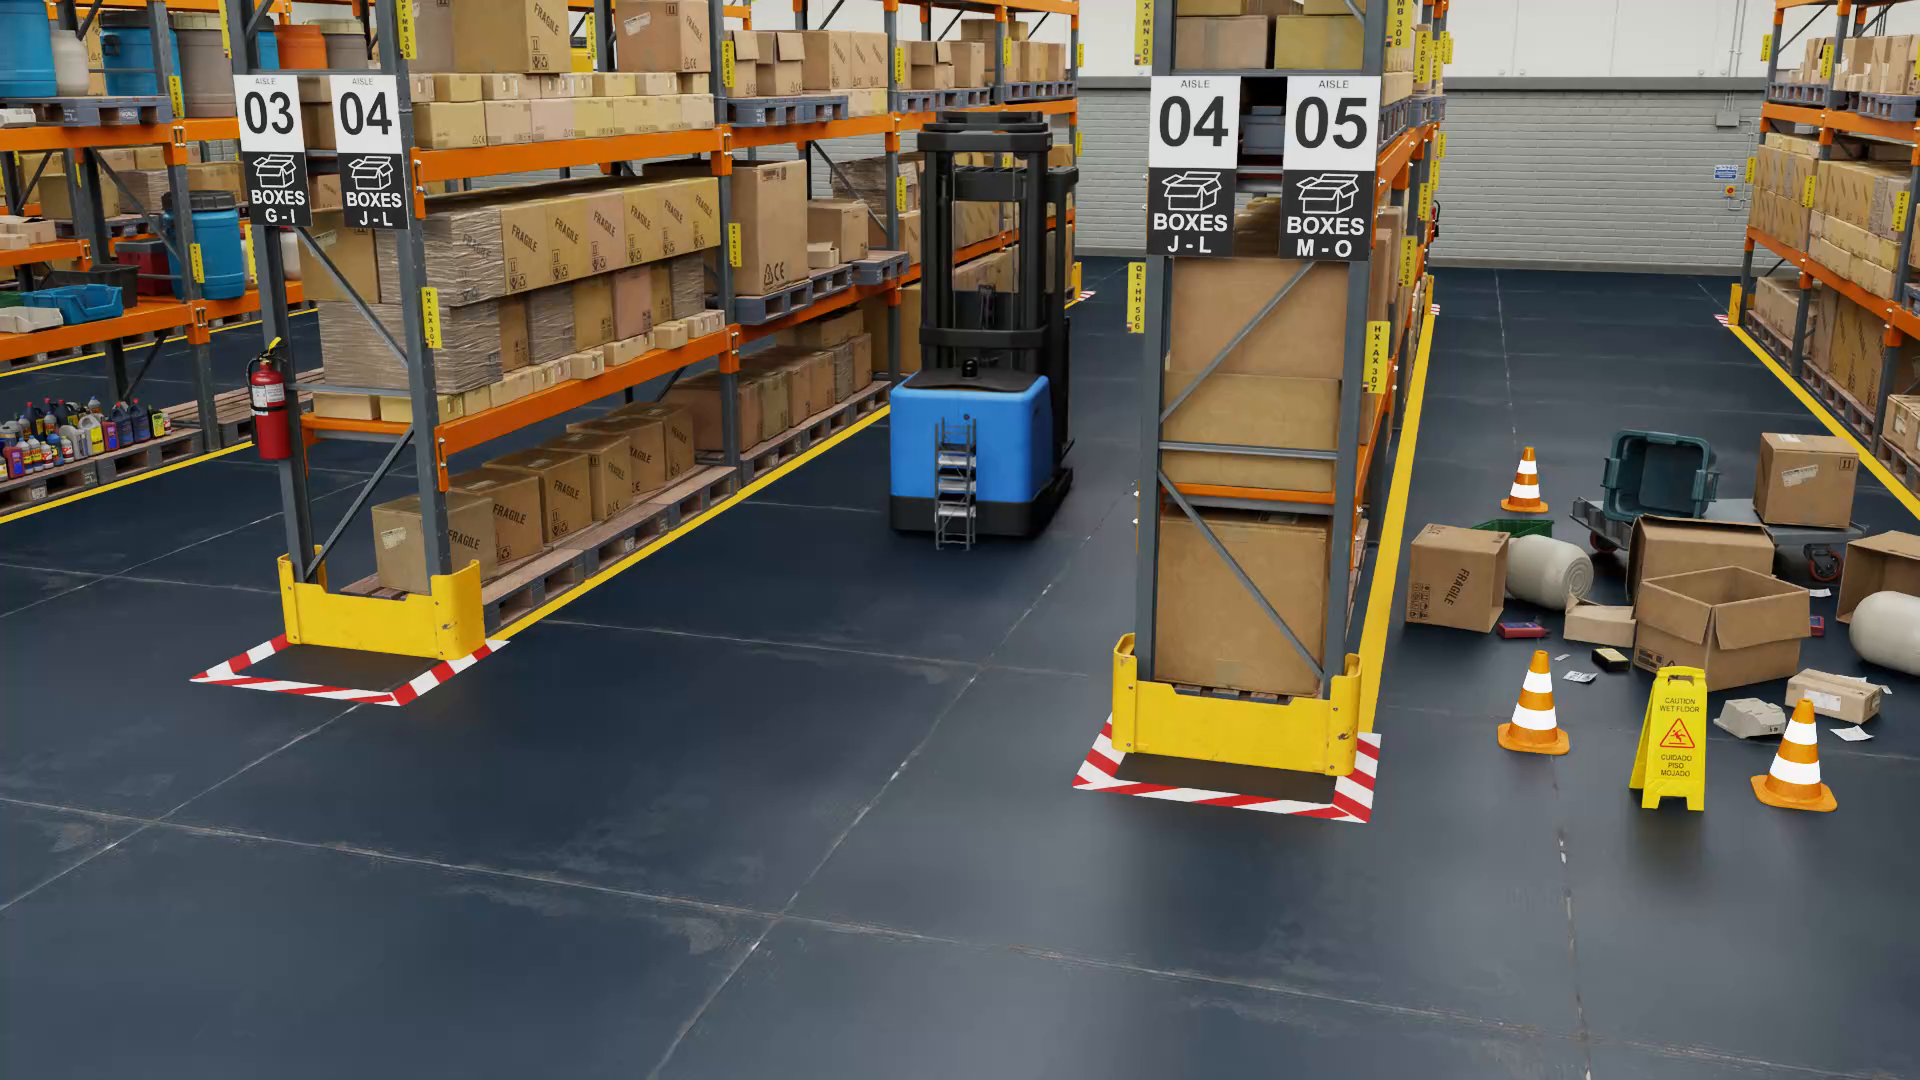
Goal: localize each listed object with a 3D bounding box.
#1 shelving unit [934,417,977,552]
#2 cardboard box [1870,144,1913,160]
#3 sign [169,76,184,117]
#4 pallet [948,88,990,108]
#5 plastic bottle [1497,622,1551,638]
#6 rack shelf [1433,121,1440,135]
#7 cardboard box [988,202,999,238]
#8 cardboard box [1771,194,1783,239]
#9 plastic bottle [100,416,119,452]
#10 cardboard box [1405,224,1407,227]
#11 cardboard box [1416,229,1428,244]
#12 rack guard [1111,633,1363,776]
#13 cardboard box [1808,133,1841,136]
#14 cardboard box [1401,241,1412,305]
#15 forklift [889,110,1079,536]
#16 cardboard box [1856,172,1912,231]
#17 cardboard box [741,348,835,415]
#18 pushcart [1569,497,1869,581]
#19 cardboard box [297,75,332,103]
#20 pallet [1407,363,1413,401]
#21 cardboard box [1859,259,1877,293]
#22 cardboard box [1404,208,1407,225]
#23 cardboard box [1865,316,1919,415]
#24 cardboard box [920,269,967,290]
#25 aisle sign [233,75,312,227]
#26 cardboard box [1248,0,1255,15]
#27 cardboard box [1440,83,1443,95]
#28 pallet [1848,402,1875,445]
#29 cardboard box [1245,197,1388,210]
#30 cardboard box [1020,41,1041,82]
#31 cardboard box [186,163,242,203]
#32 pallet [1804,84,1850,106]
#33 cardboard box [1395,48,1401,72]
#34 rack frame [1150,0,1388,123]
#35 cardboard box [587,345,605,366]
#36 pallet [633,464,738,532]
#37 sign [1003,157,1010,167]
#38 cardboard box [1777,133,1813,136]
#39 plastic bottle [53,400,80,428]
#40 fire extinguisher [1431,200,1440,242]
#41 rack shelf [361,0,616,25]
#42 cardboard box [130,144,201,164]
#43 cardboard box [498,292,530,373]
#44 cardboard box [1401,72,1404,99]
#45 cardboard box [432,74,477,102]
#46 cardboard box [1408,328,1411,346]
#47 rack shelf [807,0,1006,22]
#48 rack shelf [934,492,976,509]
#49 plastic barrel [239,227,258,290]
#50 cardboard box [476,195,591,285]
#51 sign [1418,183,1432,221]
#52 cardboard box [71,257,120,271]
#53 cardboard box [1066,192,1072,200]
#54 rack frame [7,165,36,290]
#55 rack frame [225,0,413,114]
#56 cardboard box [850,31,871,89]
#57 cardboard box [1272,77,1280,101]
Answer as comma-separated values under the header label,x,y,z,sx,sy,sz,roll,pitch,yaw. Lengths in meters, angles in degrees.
label,x,y,z,sx,sy,sz,roll,pitch,yaw
shelving unit,-0.031,-0.385,11.536,0.258,0.900,0.210,3,16,11
cardboard box,9.873,-4.101,17.586,0.380,0.149,0.250,4,16,15
sign,-6.465,-3.658,13.717,0.100,0.325,0.005,5,16,16
pallet,-0.180,-5.073,19.071,0.805,0.209,1.217,4,16,14
plastic bottle,3.339,0.534,9.836,0.283,0.061,0.133,-1,16,-3
rack shelf,5.328,-5.175,20.398,1.077,0.370,4.000,5,16,16
cardboard box,0.162,-3.870,19.794,0.500,0.500,0.500,5,16,16
cardboard box,9.854,-3.790,19.511,0.500,0.500,0.500,5,17,18
plastic bottle,-6.957,-0.875,13.588,0.061,0.283,0.133,6,17,20
cardboard box,4.028,-2.914,15.753,0.380,0.149,0.250,5,17,19
cardboard box,5.154,-3.482,19.070,0.380,0.149,0.250,5,17,18
rack guard,1.343,0.794,8.115,1.175,0.500,0.348,5,16,16
cardboard box,10.761,-4.975,20.669,0.380,0.149,0.250,5,17,17
cardboard box,3.609,-2.287,14.212,0.500,0.500,0.500,5,16,16
forklift,0.297,-1.796,12.791,1.130,2.935,3.031,3,16,11
cardboard box,8.579,-3.100,15.245,0.500,0.500,0.500,5,16,16
cardboard box,-1.575,-1.456,15.242,0.700,0.500,0.500,6,17,21
pushcart,5.061,-0.006,11.160,1.648,0.377,0.936,-1,16,-3
cardboard box,-3.598,-2.486,9.143,0.380,0.149,0.250,5,16,16
pallet,4.195,-1.689,17.397,1.003,0.211,1.213,5,16,16
cardboard box,8.423,-2.366,14.948,0.500,0.250,0.500,5,17,17
cardboard box,4.014,-3.052,15.692,0.380,0.149,0.250,4,16,14
cardboard box,8.674,-1.505,14.762,0.875,0.875,0.875,4,16,15
cardboard box,-0.627,-2.510,18.308,1.225,0.875,0.875,5,16,16
aisle sign,-3.682,-2.084,8.915,0.394,0.787,0.004,5,16,16
cardboard box,1.192,-2.551,7.874,0.380,0.149,0.250,5,17,16
cardboard box,5.597,-5.429,20.251,0.500,0.250,0.500,5,17,18
pallet,8.694,-1.010,15.002,1.003,0.211,1.213,5,16,16
cardboard box,2.348,-1.959,10.986,0.875,0.550,0.550,5,16,16
cardboard box,0.640,-6.182,21.496,0.700,0.500,0.500,5,17,18
cardboard box,-9.948,-4.693,21.927,0.700,0.500,0.500,7,17,25
pallet,9.777,-4.811,17.959,1.003,0.211,1.213,5,16,16
cardboard box,2.019,-2.551,8.604,0.500,0.250,0.500,4,16,15
rack frame,1.350,-3.301,6.977,1.000,3.000,0.127,5,16,16
cardboard box,-2.605,-1.222,11.101,0.380,0.149,0.250,5,16,16
pallet,-2.397,-0.353,12.686,1.003,0.211,1.213,5,16,16
sign,0.556,-4.445,20.027,0.100,0.325,0.005,5,16,16
cardboard box,10.299,-4.939,20.542,0.380,0.149,0.250,5,17,17
plastic bottle,-7.478,-1.004,13.919,0.144,0.351,0.185,5,16,16
fire extinguisher,6.411,-4.415,22.721,0.296,0.674,0.183,5,16,16
rack shelf,-5.284,-6.174,19.157,1.077,0.370,4.000,5,16,16
cardboard box,-13.213,-6.175,27.552,0.980,0.700,0.700,5,17,18
cardboard box,-3.167,-1.299,10.184,0.875,0.500,0.500,5,16,16
cardboard box,2.256,-2.514,9.208,0.380,0.149,0.250,5,16,16
cardboard box,-2.911,-2.503,9.205,0.380,0.149,0.250,5,17,17
cardboard box,4.051,-2.030,15.926,0.500,0.250,0.500,4,16,13
rack shelf,-0.535,-5.790,17.803,1.077,0.370,4.000,5,16,16
rack shelf,-0.031,-0.266,11.570,0.258,0.077,0.200,3,16,11
plastic barrel,-6.507,-2.555,15.092,0.433,0.535,0.433,0,16,0
cardboard box,-2.670,-1.882,10.408,0.500,0.500,0.500,5,16,16
sign,4.156,-3.023,14.868,0.100,0.325,0.005,5,16,16
cardboard box,-10.548,-3.336,20.494,0.500,0.250,0.500,5,17,18
cardboard box,1.286,-4.936,23.463,0.500,0.250,0.500,4,16,15
rack frame,-14.214,-5.118,24.376,1.000,3.000,0.127,5,16,16
rack frame,-3.377,-3.712,8.426,1.000,3.000,0.127,5,16,16
cardboard box,-1.135,-4.372,15.148,0.500,0.500,0.500,5,16,16
cardboard box,1.553,-2.500,9.156,0.380,0.149,0.250,5,17,17
